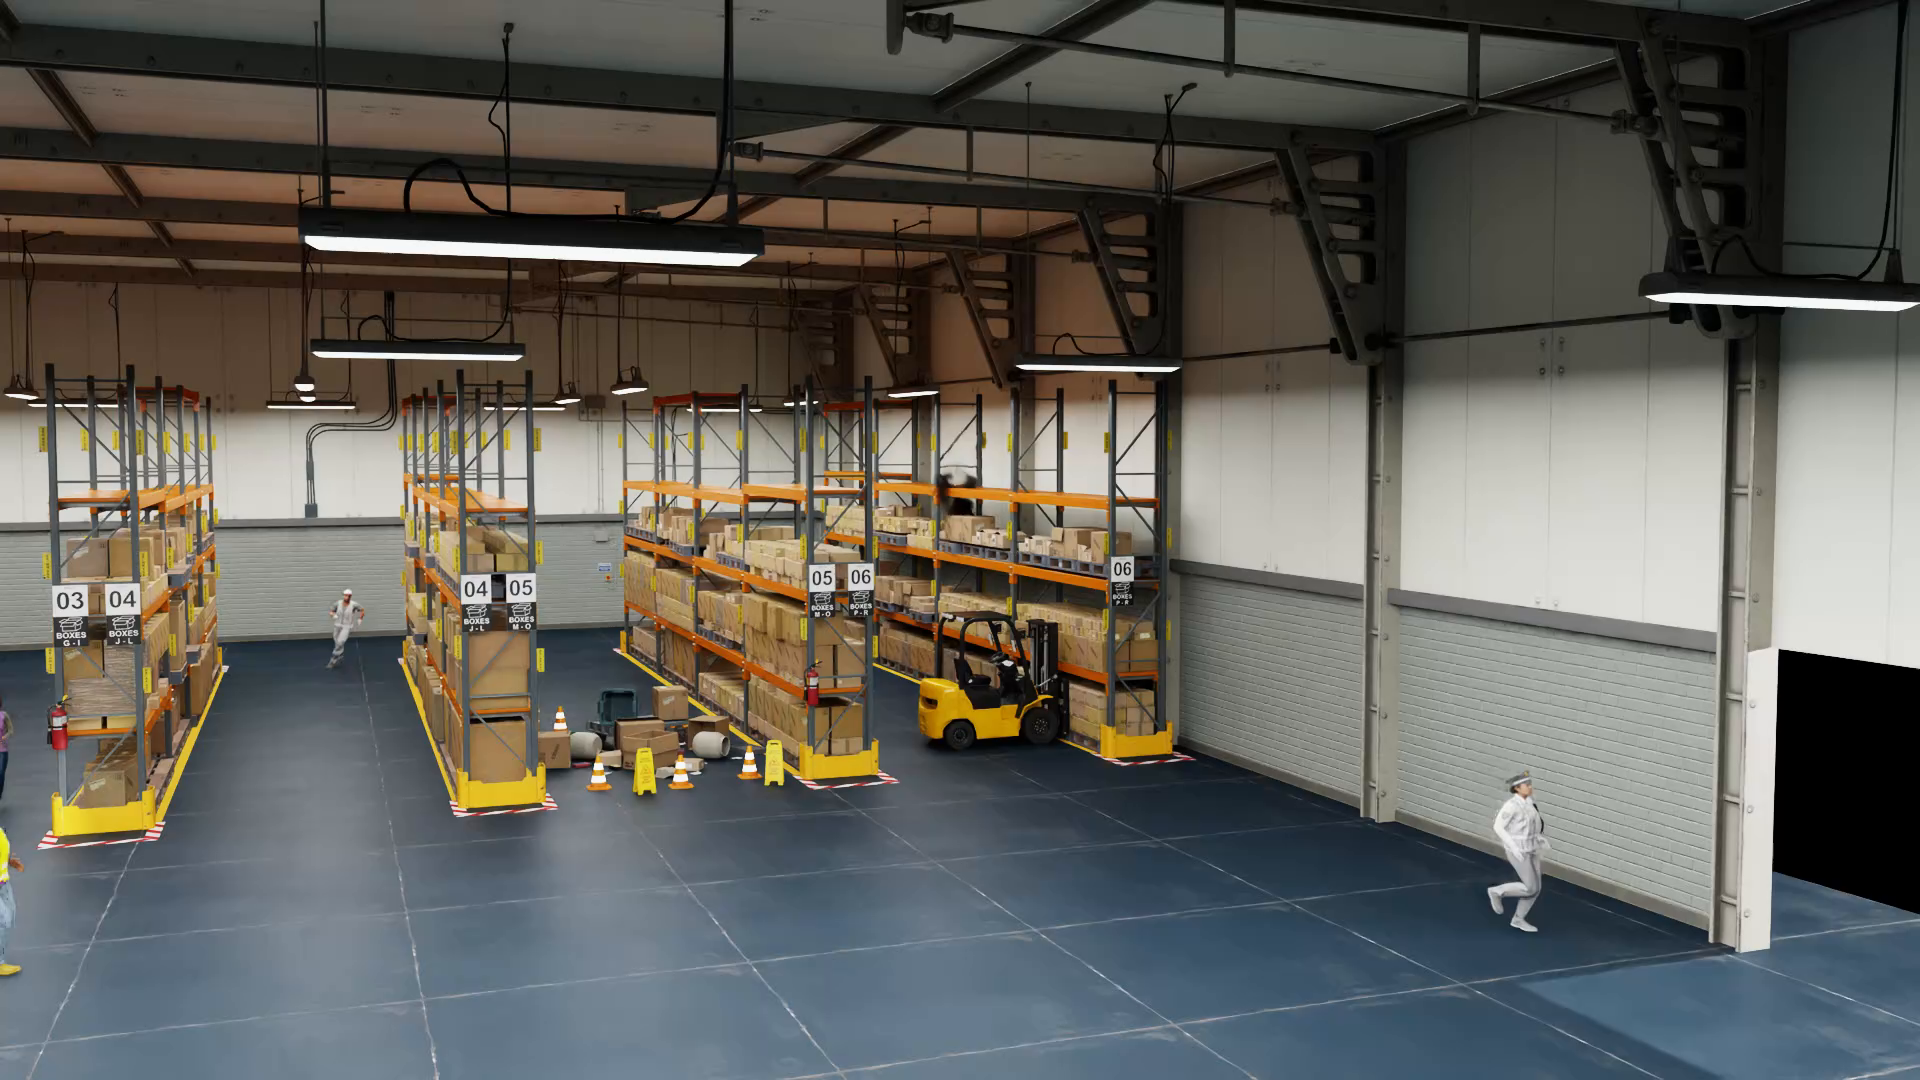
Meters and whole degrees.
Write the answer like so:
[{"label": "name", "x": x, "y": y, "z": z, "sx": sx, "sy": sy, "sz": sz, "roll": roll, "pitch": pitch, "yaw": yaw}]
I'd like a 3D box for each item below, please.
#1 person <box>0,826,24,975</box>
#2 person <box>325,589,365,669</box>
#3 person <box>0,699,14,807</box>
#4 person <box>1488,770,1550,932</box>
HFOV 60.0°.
[{"label": "person", "x": -9.186, "y": 3.227, "z": 15.625, "sx": 0.696, "sy": 1.723, "sz": 0.704, "roll": 0, "pitch": 3, "yaw": 3}, {"label": "person", "x": -13.776, "y": 1.971, "z": 37.181, "sx": 0.772, "sy": 1.768, "sz": 0.869, "roll": 0, "pitch": 3, "yaw": 2}, {"label": "person", "x": -13.174, "y": 2.901, "z": 22.646, "sx": 0.522, "sy": 1.546, "sz": 0.549, "roll": -2, "pitch": 4, "yaw": -26}, {"label": "person", "x": 5.753, "y": 3.183, "z": 17.112, "sx": 0.621, "sy": 1.657, "sz": 0.552, "roll": -3, "pitch": 5, "yaw": -43}]
